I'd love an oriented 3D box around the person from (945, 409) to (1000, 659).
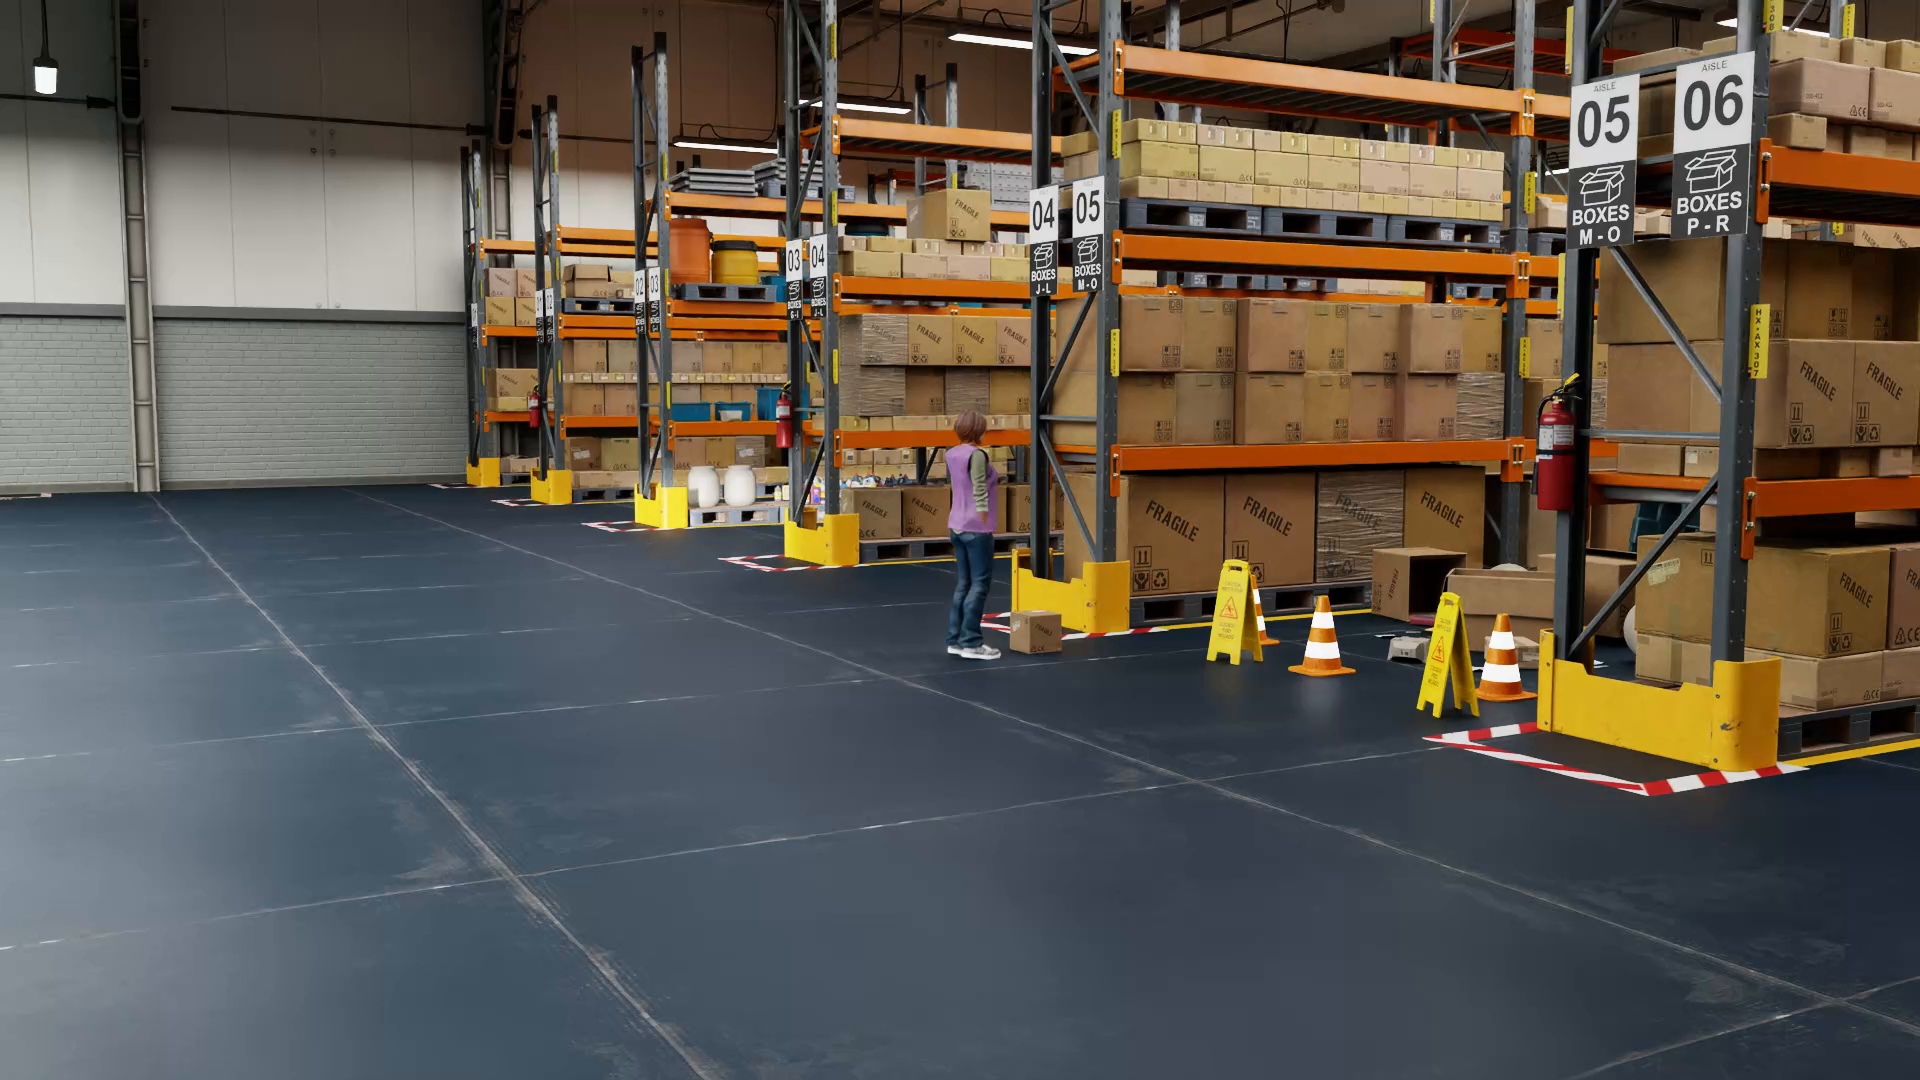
[{"bbox_3d":[0.072,-0.041,10.705,0.310,1.597,0.406,-3,6,-27],"label":"person"}]
